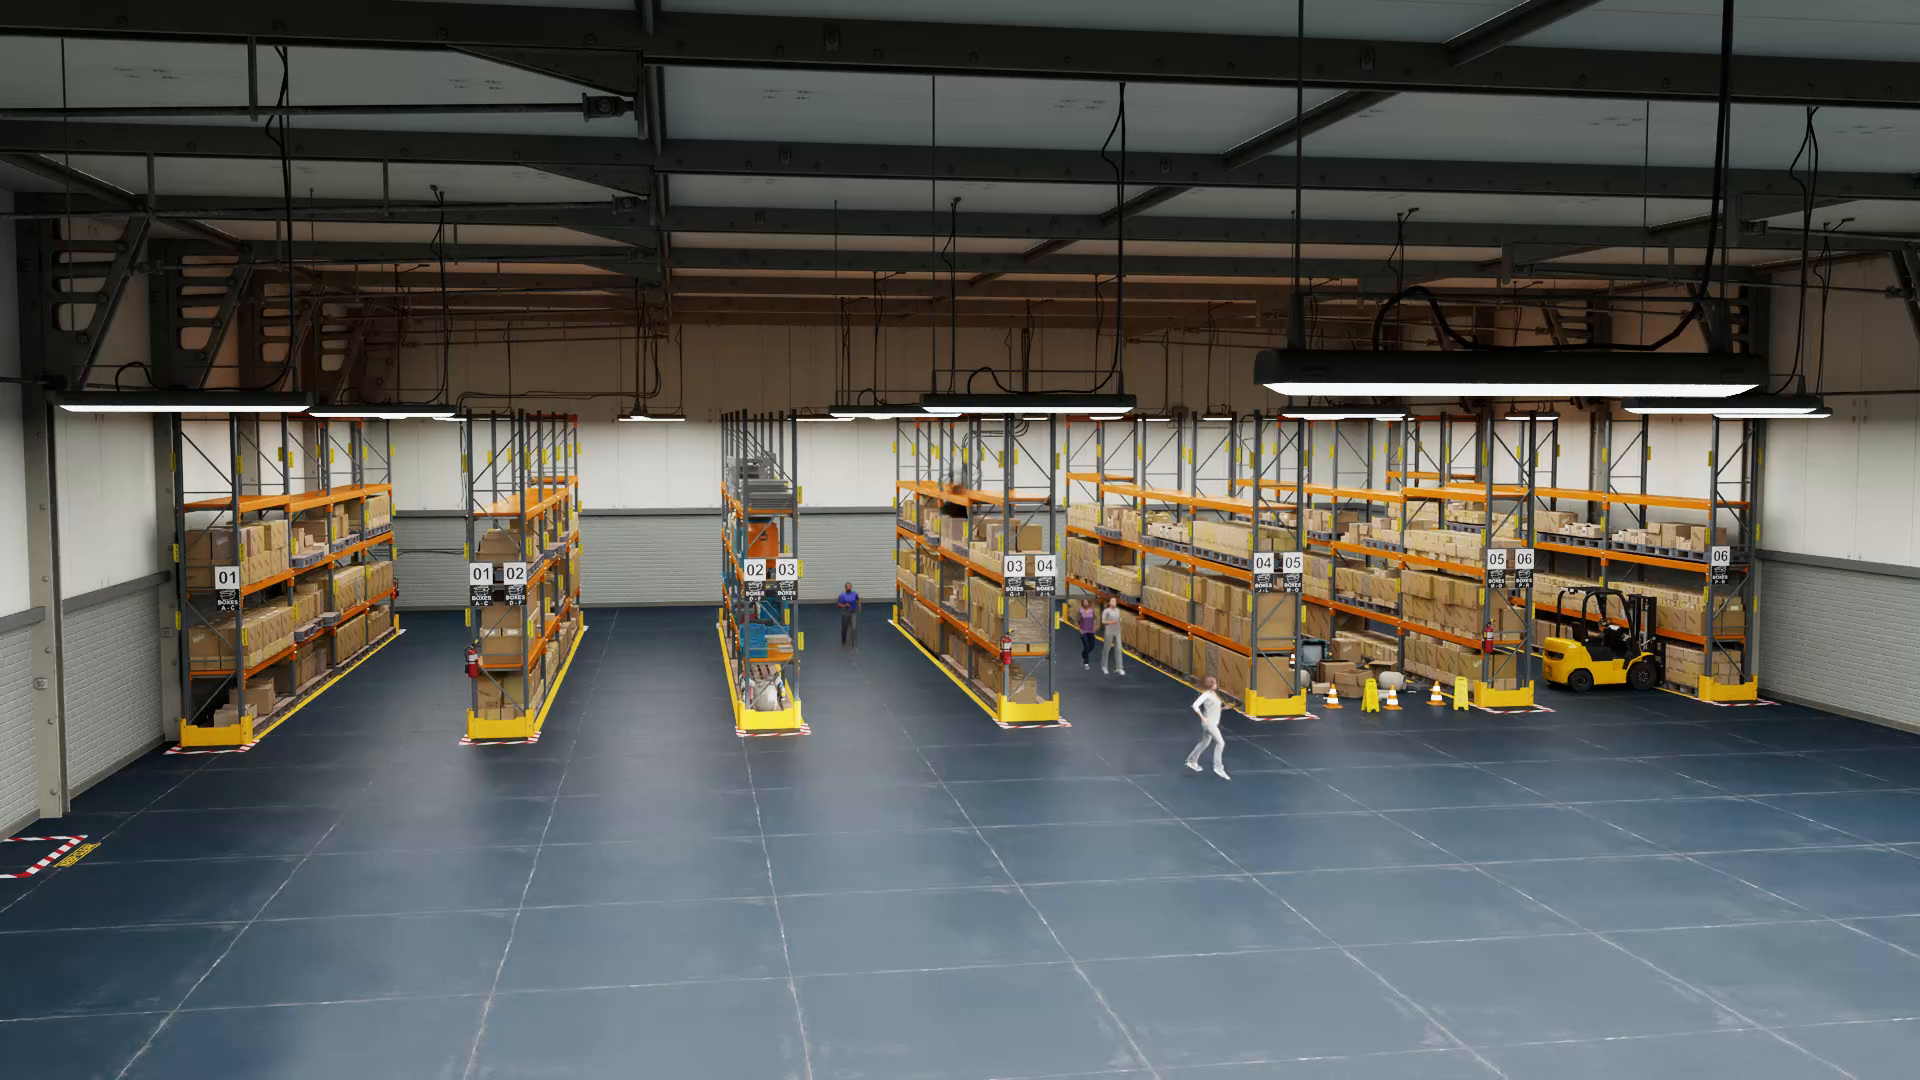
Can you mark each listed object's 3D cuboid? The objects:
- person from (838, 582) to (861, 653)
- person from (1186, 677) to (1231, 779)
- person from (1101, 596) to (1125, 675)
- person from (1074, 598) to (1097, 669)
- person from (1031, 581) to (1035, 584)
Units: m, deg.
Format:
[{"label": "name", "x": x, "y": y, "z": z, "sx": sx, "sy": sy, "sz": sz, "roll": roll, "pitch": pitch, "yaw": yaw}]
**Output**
[{"label": "person", "x": -2.649, "y": 1.906, "z": 40.025, "sx": 0.586, "sy": 1.579, "sz": 0.959, "roll": -1, "pitch": 4, "yaw": -12}, {"label": "person", "x": 4.039, "y": 3.032, "z": 27.005, "sx": 0.737, "sy": 1.643, "sz": 0.510, "roll": 1, "pitch": 4, "yaw": 16}, {"label": "person", "x": 3.315, "y": 2.068, "z": 36.007, "sx": 0.570, "sy": 1.713, "sz": 0.849, "roll": -2, "pitch": 4, "yaw": -25}, {"label": "person", "x": 2.807, "y": 2.071, "z": 37.070, "sx": 0.536, "sy": 1.579, "sz": 0.465, "roll": -1, "pitch": 4, "yaw": -13}, {"label": "person", "x": 2.019, "y": 1.475, "z": 48.832, "sx": 0.817, "sy": 1.689, "sz": 0.748, "roll": 2, "pitch": 5, "yaw": 29}]
